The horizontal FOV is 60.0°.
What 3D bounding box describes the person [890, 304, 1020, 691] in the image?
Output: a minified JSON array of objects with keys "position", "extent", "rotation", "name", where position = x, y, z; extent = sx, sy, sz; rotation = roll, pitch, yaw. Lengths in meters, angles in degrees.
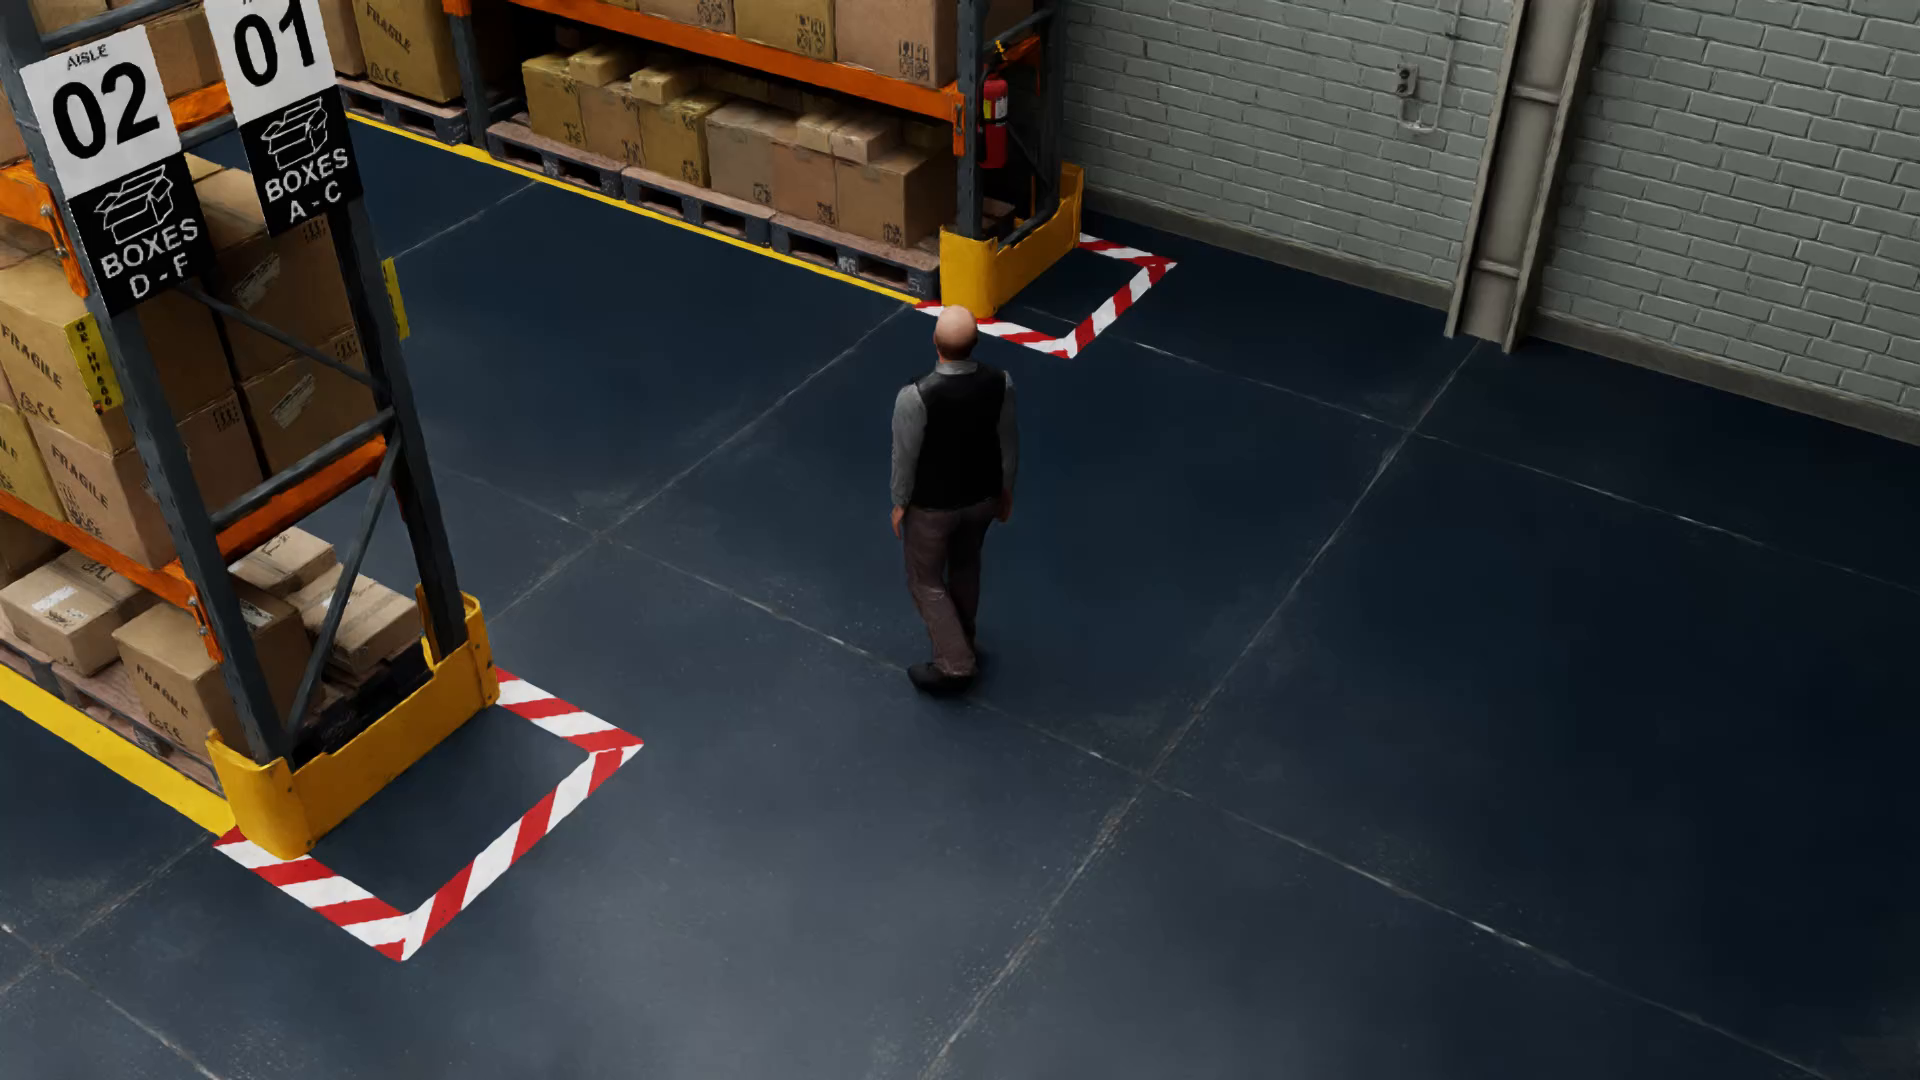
[{"position":[0.000,-0.147,6.890],"extent":[0.567,1.711,0.547],"rotation":[-17,41,-20],"name":"person"}]
